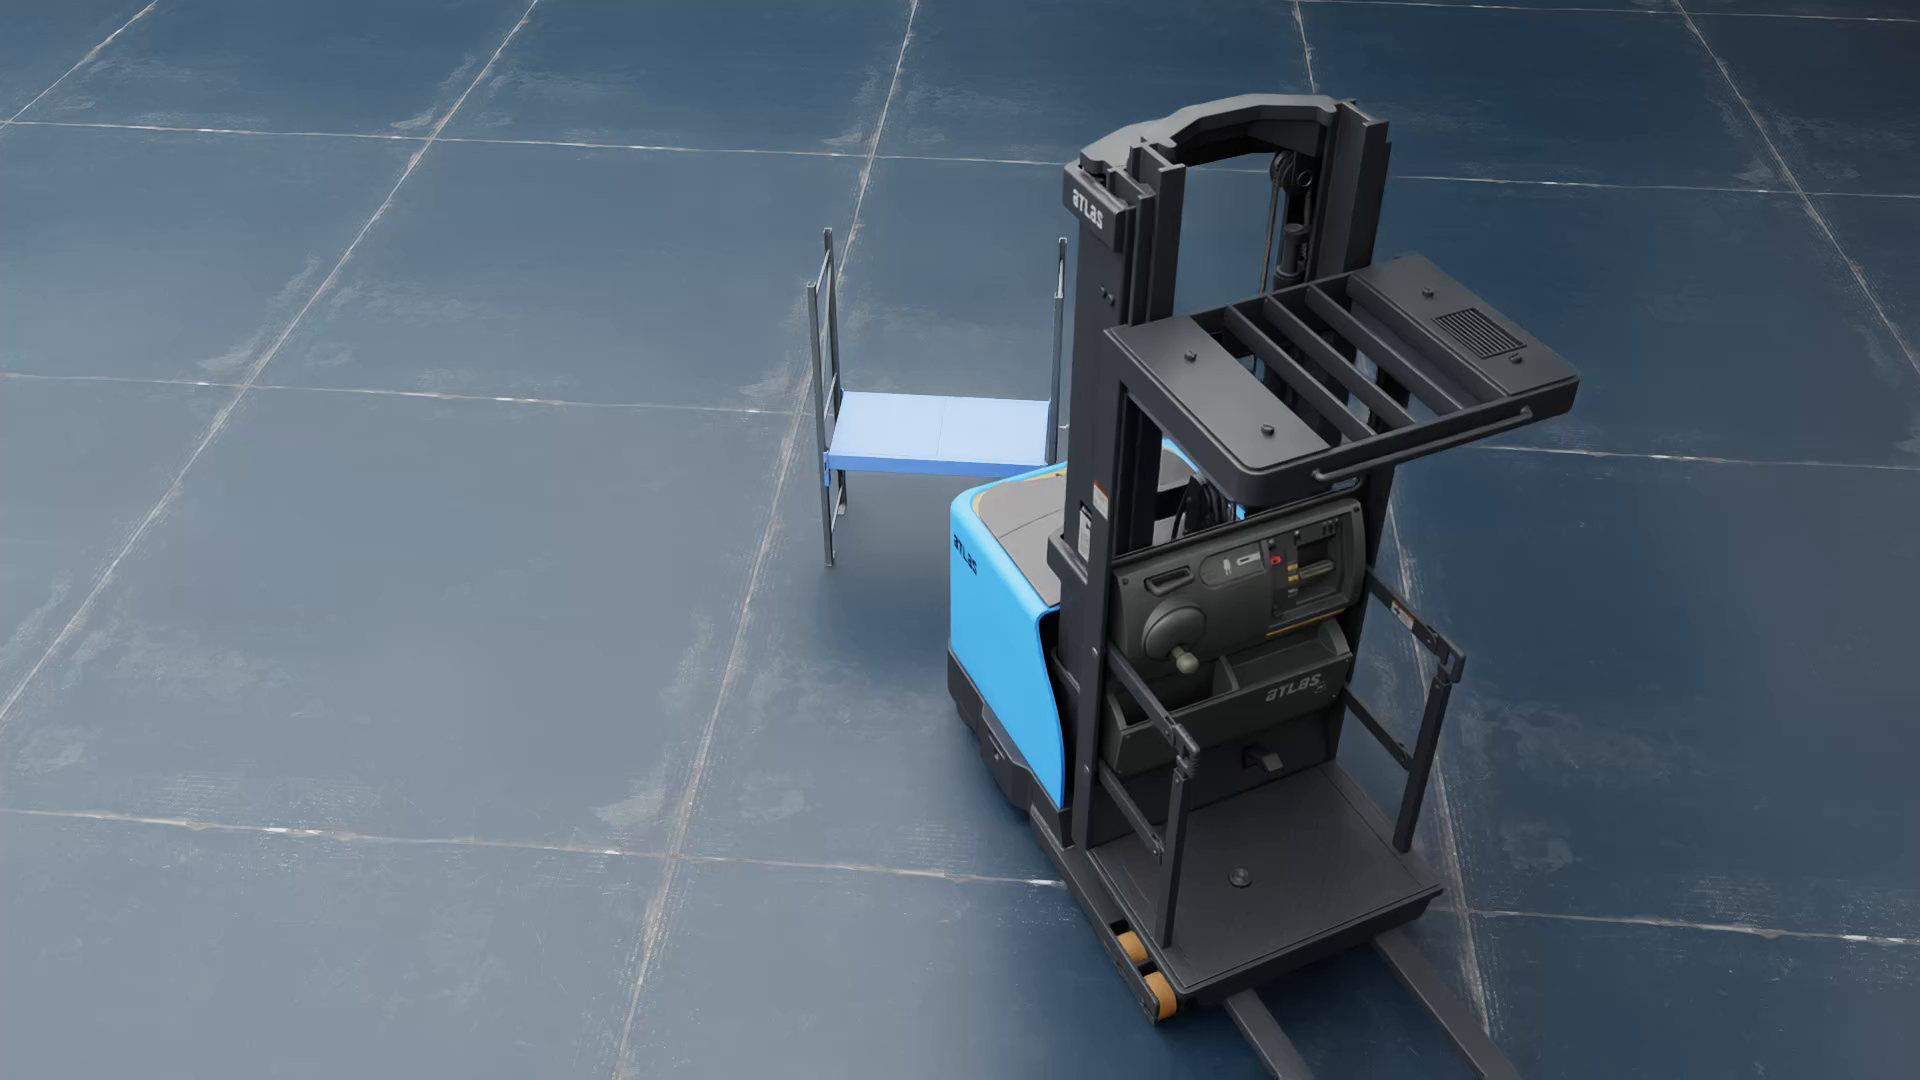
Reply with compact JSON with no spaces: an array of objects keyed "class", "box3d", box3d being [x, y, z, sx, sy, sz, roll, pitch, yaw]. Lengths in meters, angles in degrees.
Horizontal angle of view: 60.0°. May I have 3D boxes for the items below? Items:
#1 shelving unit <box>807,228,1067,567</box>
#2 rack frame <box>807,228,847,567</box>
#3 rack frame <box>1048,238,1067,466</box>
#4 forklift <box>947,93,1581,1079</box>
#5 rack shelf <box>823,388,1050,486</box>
[{"class":"shelving unit","box3d":[-0.085,-0.586,7.453,1.048,1.500,0.538,3,39,4]},{"class":"rack frame","box3d":[-0.591,-0.614,7.487,0.032,1.500,0.500,3,39,4]},{"class":"rack frame","box3d":[0.421,-0.559,7.419,0.032,1.500,0.500,3,39,4]},{"class":"forklift","box3d":[1.025,0.231,5.315,1.130,2.935,3.031,-16,42,-19]},{"class":"rack shelf","box3d":[-0.085,-0.447,7.566,1.000,0.185,0.538,3,39,4]}]
